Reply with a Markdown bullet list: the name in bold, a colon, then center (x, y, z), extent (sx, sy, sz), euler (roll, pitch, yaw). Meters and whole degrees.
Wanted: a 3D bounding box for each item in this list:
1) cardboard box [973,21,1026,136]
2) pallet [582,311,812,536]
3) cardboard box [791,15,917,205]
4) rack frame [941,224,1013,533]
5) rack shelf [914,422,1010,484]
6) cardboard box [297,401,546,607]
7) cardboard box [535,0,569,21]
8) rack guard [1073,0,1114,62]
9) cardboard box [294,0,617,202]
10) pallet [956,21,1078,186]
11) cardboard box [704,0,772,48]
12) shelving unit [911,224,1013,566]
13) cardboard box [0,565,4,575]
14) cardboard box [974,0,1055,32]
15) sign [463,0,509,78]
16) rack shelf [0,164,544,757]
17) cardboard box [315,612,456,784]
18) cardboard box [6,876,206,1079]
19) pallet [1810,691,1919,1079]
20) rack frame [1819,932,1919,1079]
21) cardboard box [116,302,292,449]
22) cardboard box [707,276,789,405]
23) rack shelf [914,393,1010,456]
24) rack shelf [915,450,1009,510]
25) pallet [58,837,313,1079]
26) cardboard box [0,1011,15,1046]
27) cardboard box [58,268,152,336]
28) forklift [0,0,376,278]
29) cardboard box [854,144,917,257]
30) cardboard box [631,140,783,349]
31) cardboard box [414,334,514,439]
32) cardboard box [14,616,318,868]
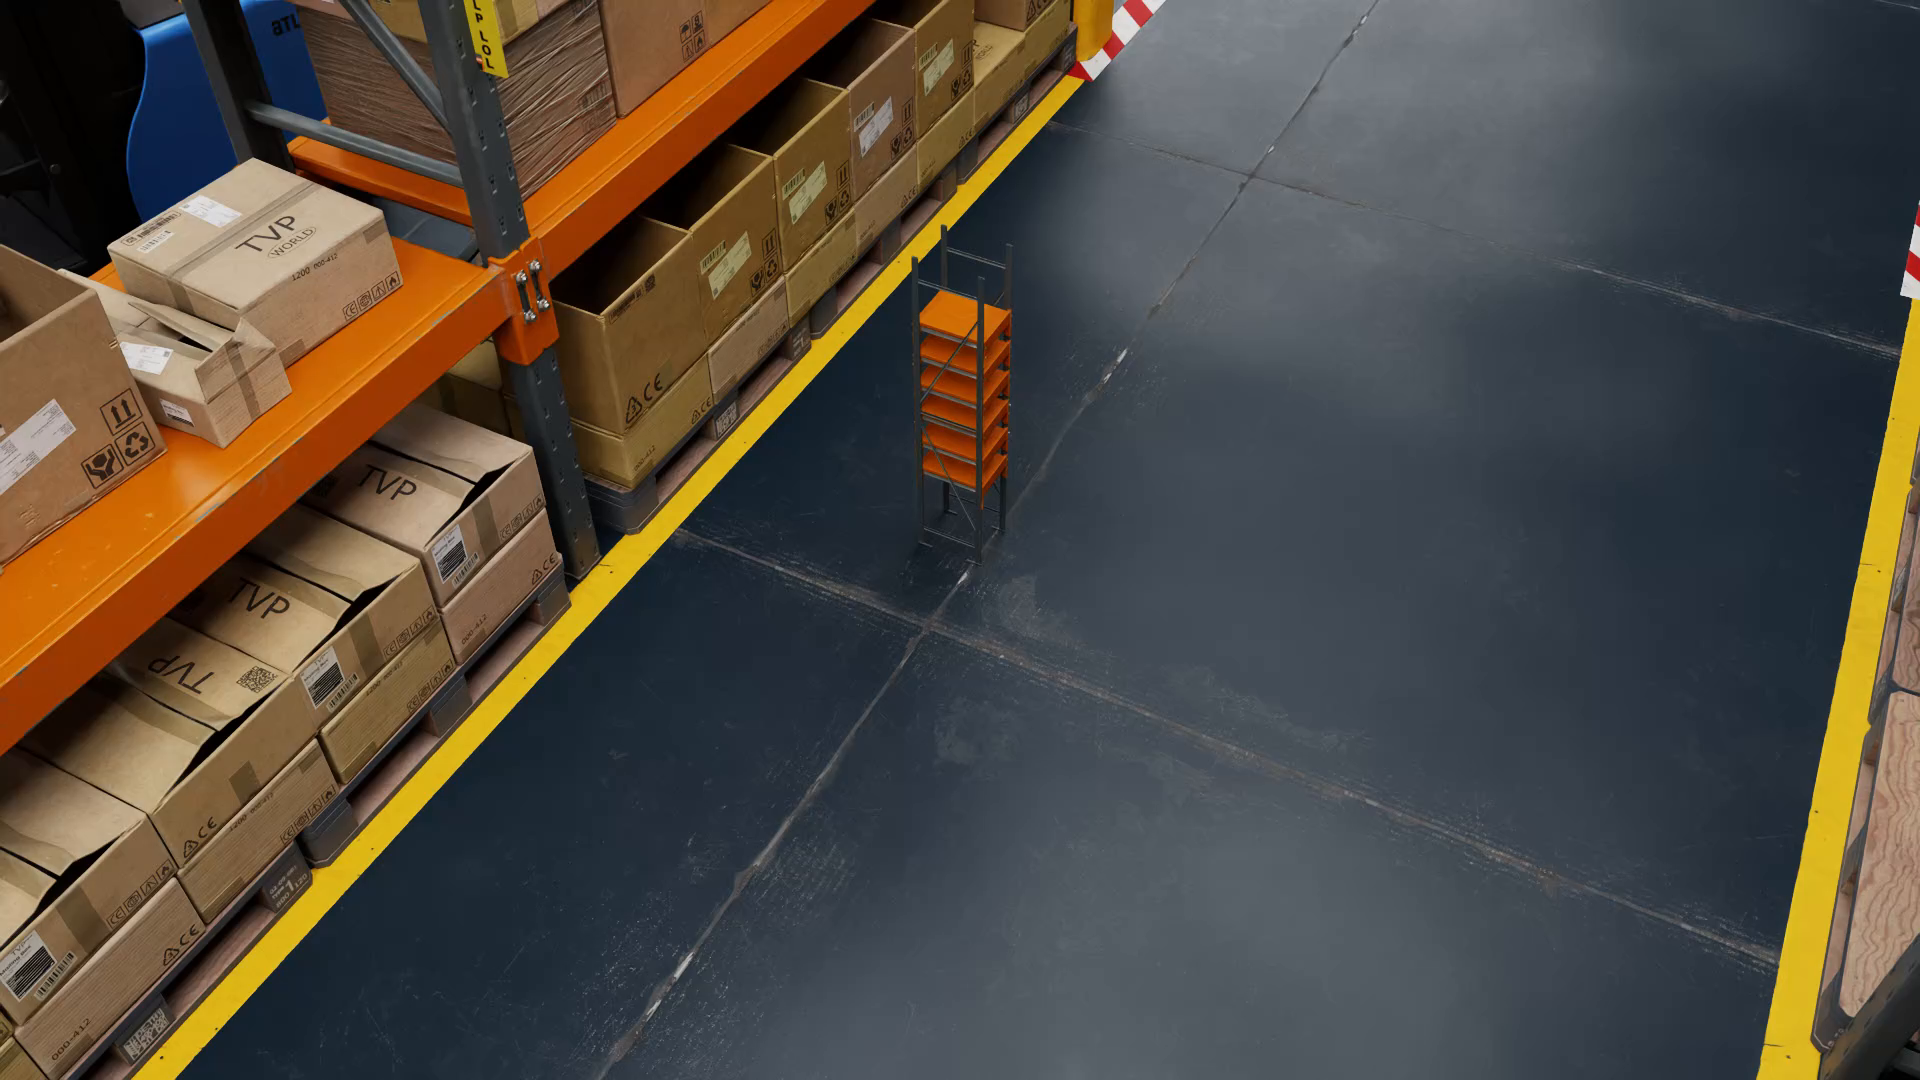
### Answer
- **cardboard box**: center (-0.046, -2.062, 7.317), extent (0.500, 0.250, 0.500), euler (20, 49, 19)
- **pallet**: center (-1.288, -0.622, 6.217), extent (1.003, 0.211, 1.213), euler (20, 49, 19)
- **cardboard box**: center (-0.507, -1.695, 6.426), extent (0.500, 0.500, 0.500), euler (20, 49, 19)
- **rack frame**: center (0.049, -0.489, 5.389), extent (0.240, 1.200, 0.006), euler (20, 49, 19)
- **rack shelf**: center (0.007, -0.315, 5.449), extent (0.258, 0.103, 0.180), euler (20, 49, 19)
- **cardboard box**: center (-1.628, -0.144, 5.027), extent (0.500, 0.311, 0.500), euler (20, 49, 19)
- **cardboard box**: center (-1.282, -1.642, 4.738), extent (0.380, 0.149, 0.250), euler (21, 49, 20)
- **rack guard**: center (0.174, -2.772, 8.138), extent (1.175, 0.500, 0.348), euler (20, 49, 19)
- **cardboard box**: center (-1.494, -1.432, 4.986), extent (0.700, 0.500, 0.500), euler (19, 48, 18)
- **pallet**: center (-0.155, -2.160, 7.736), extent (1.003, 0.211, 1.213), euler (20, 49, 19)
- **cardboard box**: center (-1.018, -2.081, 5.628), extent (0.700, 0.500, 0.500), euler (21, 49, 20)
- **shelving unit**: center (0.007, -0.431, 5.332), extent (0.258, 1.200, 0.189), euler (20, 49, 19)
- **cardboard box**: center (-2.542, -0.025, 3.595), extent (0.500, 0.500, 0.500), euler (21, 49, 19)
- **cardboard box**: center (0.177, -2.644, 7.365), extent (0.500, 0.500, 0.500), euler (20, 49, 19)
- **sign**: center (-1.209, -1.322, 4.189), extent (0.100, 0.325, 0.005), euler (20, 49, 19)
- **rack shelf**: center (-2.623, 0.397, 3.754), extent (1.077, 0.370, 4.000), euler (20, 49, 19)
- **cardboard box**: center (-1.866, 0.379, 4.905), extent (0.500, 0.250, 0.500), euler (20, 49, 18)
- **cardboard box**: center (-2.341, 1.021, 4.270), extent (0.500, 0.250, 0.500), euler (21, 49, 20)
- **pallet**: center (2.976, 1.063, 4.551), extent (1.003, 0.211, 1.213), euler (20, 49, 19)
- **rack frame**: center (2.695, 0.518, 3.129), extent (1.000, 3.000, 0.127), euler (20, 49, 19)
- **cardboard box**: center (-1.940, -0.454, 4.184), extent (0.396, 0.266, 0.258), euler (19, 48, 18)
- **cardboard box**: center (-0.974, -0.802, 6.071), extent (0.500, 0.250, 0.500), euler (20, 49, 19)
- **rack shelf**: center (0.007, -0.400, 5.364), extent (0.258, 0.103, 0.180), euler (20, 49, 19)
- **rack shelf**: center (0.007, -0.231, 5.535), extent (0.258, 0.103, 0.180), euler (20, 49, 19)
- **pallet**: center (-2.567, 1.113, 4.501), extent (1.003, 0.211, 1.213), euler (20, 49, 19)
- **cardboard box**: center (-2.573, 1.139, 3.759), extent (0.500, 0.311, 0.500), euler (19, 48, 18)
- **cardboard box**: center (-2.287, -0.536, 4.348), extent (0.380, 0.149, 0.250), euler (20, 49, 19)
- **forklift**: center (-3.828, -1.991, 5.657), extent (1.130, 2.935, 3.031), euler (34, 54, 29)
- **cardboard box**: center (-0.510, -1.432, 6.694), extent (0.500, 0.250, 0.500), euler (20, 49, 19)
- **cardboard box**: center (-0.977, -1.066, 5.806), extent (0.500, 0.500, 0.500), euler (20, 49, 19)
- **cardboard box**: center (-1.673, -0.661, 5.932), extent (0.500, 0.250, 0.500), euler (20, 49, 19)
- **cardboard box**: center (-2.098, 0.500, 4.391), extent (0.500, 0.311, 0.500), euler (20, 49, 19)
